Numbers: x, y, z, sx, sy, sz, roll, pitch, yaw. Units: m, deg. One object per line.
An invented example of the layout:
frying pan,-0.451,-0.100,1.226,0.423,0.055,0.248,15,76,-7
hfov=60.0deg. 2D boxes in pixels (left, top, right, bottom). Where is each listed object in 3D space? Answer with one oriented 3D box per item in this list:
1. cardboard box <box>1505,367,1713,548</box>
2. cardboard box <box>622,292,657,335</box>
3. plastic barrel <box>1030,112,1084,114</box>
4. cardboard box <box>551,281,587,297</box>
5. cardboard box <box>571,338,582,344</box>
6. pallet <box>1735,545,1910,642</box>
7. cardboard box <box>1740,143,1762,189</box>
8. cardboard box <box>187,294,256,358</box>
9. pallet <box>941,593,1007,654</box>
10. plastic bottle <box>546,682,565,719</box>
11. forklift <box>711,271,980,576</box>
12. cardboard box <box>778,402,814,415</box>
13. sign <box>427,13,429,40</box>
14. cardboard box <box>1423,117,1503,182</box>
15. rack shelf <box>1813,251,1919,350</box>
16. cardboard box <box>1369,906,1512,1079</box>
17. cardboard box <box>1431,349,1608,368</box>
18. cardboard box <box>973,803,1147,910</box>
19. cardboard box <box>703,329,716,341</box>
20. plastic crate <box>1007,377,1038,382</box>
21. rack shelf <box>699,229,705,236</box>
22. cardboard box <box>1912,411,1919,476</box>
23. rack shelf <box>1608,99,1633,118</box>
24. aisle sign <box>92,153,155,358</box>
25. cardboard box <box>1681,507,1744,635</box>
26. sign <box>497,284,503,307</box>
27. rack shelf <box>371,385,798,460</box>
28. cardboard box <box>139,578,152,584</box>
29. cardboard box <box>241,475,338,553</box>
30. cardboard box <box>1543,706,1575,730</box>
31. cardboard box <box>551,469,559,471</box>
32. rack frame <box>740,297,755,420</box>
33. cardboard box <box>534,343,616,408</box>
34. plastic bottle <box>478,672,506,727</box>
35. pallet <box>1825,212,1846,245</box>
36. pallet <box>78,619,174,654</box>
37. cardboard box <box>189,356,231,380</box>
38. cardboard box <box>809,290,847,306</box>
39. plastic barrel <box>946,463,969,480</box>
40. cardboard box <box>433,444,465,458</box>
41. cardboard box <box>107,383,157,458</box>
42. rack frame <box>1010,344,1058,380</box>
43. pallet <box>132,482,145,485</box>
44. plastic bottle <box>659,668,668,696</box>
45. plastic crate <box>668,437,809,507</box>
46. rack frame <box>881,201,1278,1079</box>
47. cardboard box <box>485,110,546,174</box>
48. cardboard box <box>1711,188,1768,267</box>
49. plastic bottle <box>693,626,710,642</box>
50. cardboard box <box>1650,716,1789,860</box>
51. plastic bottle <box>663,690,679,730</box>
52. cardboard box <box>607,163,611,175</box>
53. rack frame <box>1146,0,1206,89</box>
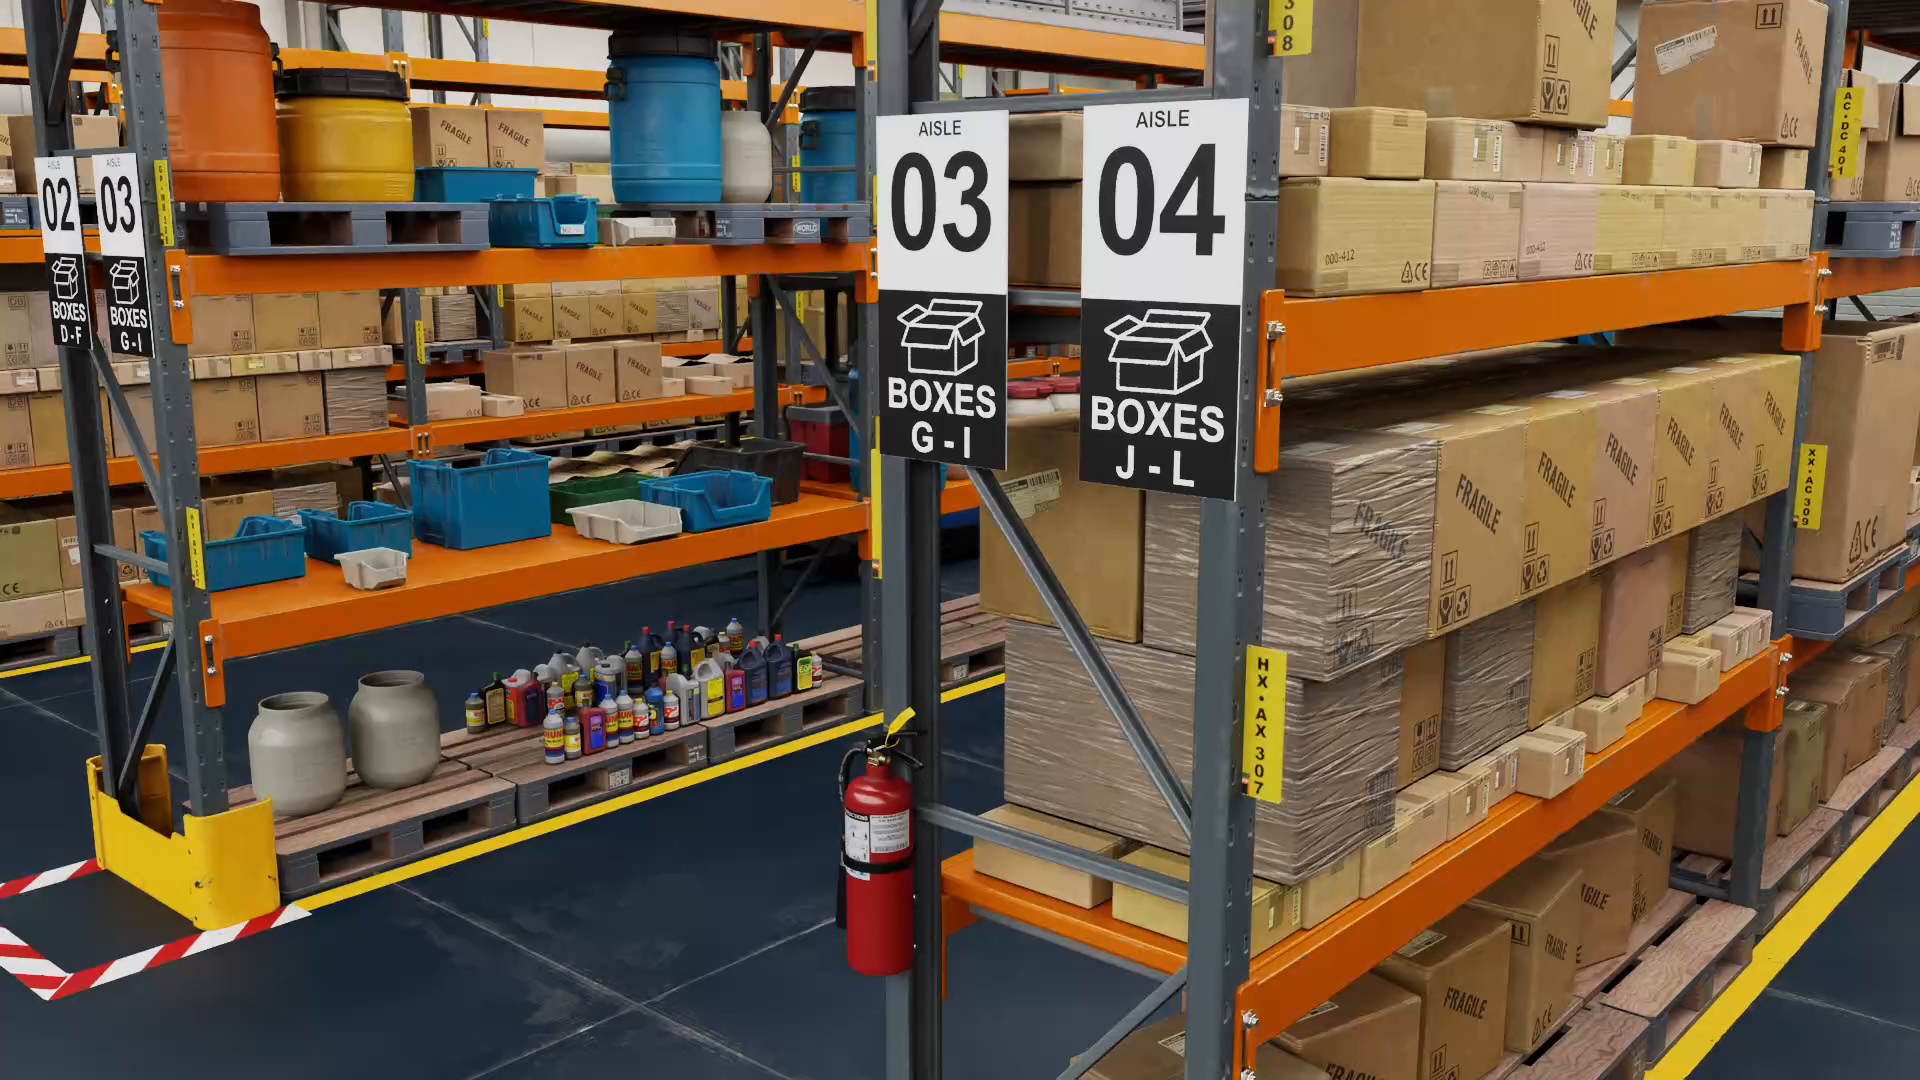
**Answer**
cardboard box,2.112,-0.287,5.462,0.500,0.500,0.500,10,15,40
cardboard box,-4.127,-2.830,20.695,0.500,0.500,0.500,10,15,42
plastic barrel,0.646,-2.572,11.715,0.600,0.830,0.708,10,15,40
cardboard box,-4.812,-3.046,19.860,0.500,0.250,0.500,9,15,40
cardboard box,-4.783,-2.383,20.112,0.380,0.149,0.250,10,15,40
pallet,3.476,0.150,7.332,1.003,0.211,1.213,10,15,40
cardboard box,2.520,-1.283,5.722,0.380,0.149,0.250,9,14,38
cardboard box,-5.528,-1.603,12.051,0.700,0.500,0.500,10,15,40
pallet,0.437,0.575,11.831,1.003,0.211,1.213,10,15,40
plastic bottle,-2.231,0.886,9.175,0.097,0.201,0.097,0,11,0
forklift,-0.906,-1.219,13.872,1.130,2.935,3.031,10,15,42
cardboard box,-2.448,-2.026,23.045,0.700,0.500,0.500,10,15,41
sign,-6.079,-5.909,19.073,0.100,0.325,0.005,10,15,40
cardboard box,1.129,-0.975,4.182,0.380,0.149,0.250,11,15,43
rack shelf,4.183,-1.263,8.095,1.077,0.370,4.000,10,15,40
cardboard box,1.443,1.486,5.463,0.500,0.500,0.500,-10,15,-42
cardboard box,2.046,-0.429,6.172,0.500,0.500,0.500,10,15,40
cardboard box,0.255,0.792,4.267,0.380,0.149,0.250,10,15,40
cardboard box,-3.383,-2.677,21.585,0.380,0.149,0.250,10,15,42
plastic crate,0.486,-0.913,11.999,0.402,0.464,0.583,10,15,40
rack shelf,-3.256,-2.545,14.510,1.077,0.370,4.000,10,15,40
cardboard box,4.883,-0.515,8.841,0.500,0.500,0.700,-9,15,-39
rack shelf,5.743,-4.355,16.939,1.077,0.370,4.000,10,15,40
aisle sign,-3.326,-1.129,6.607,0.394,0.787,0.004,10,15,40
cardboard box,2.519,0.012,6.514,0.875,0.500,0.500,10,15,40
sign,-5.245,-2.821,18.961,0.100,0.325,0.005,10,15,40
rack shelf,-3.256,-1.074,14.804,1.077,0.370,4.000,10,15,40
cardboard box,-5.704,0.328,11.897,0.500,0.250,0.500,10,15,40
cardboard box,-5.057,-0.189,12.571,0.500,0.500,0.500,10,15,40
cardboard box,1.718,0.588,5.291,0.380,0.149,0.250,10,15,40
cardboard box,-3.854,-0.512,14.671,0.500,0.311,0.500,10,15,40
rack frame,-3.019,-2.949,22.357,1.000,3.000,0.127,10,15,40
cardboard box,-3.379,-1.443,14.563,0.500,0.500,0.500,10,15,40
plastic bottle,-2.552,0.867,9.062,0.061,0.283,0.133,10,15,42
pallet,4.032,-1.460,7.721,1.213,0.211,1.003,10,15,40
pallet,-5.938,0.527,12.072,1.003,0.211,1.213,10,15,40
cardboard box,-5.434,-1.245,11.914,0.380,0.149,0.250,10,15,42
cardboard box,-2.163,-3.281,23.251,0.980,0.700,0.700,9,15,39
plastic barrel,-0.062,-0.670,10.601,0.433,0.535,0.433,0,11,0
cardboard box,-6.095,-1.238,19.048,0.700,0.500,0.500,10,15,41
cardboard box,-5.879,-0.888,11.782,0.700,0.500,0.500,10,15,42
rack frame,0.705,-2.309,19.153,1.000,3.000,0.127,10,15,40
pallet,-7.787,-0.519,17.312,1.003,0.211,1.213,10,15,40
plastic bottle,-1.597,0.843,9.185,0.061,0.283,0.133,10,15,40
plastic crate,-1.299,-0.400,9.754,0.767,0.338,0.504,10,15,40
rack frame,0.222,0.738,3.898,1.000,3.000,0.127,10,15,40
cardboard box,-3.781,-3.276,13.730,0.500,0.500,0.500,-10,15,-42
cardboard box,2.405,-1.072,5.683,0.500,0.250,0.500,10,15,42
plastic bottle,-1.590,0.670,10.068,0.152,0.276,0.135,10,15,42
cardboard box,3.284,1.072,7.485,0.700,0.500,0.500,8,14,36
plastic bottle,-1.574,0.917,9.020,0.097,0.201,0.097,0,11,0
cardboard box,-4.380,-4.414,20.654,0.700,0.500,0.500,10,15,40
rack frame,1.783,-4.022,12.410,1.000,3.000,0.127,10,15,40
